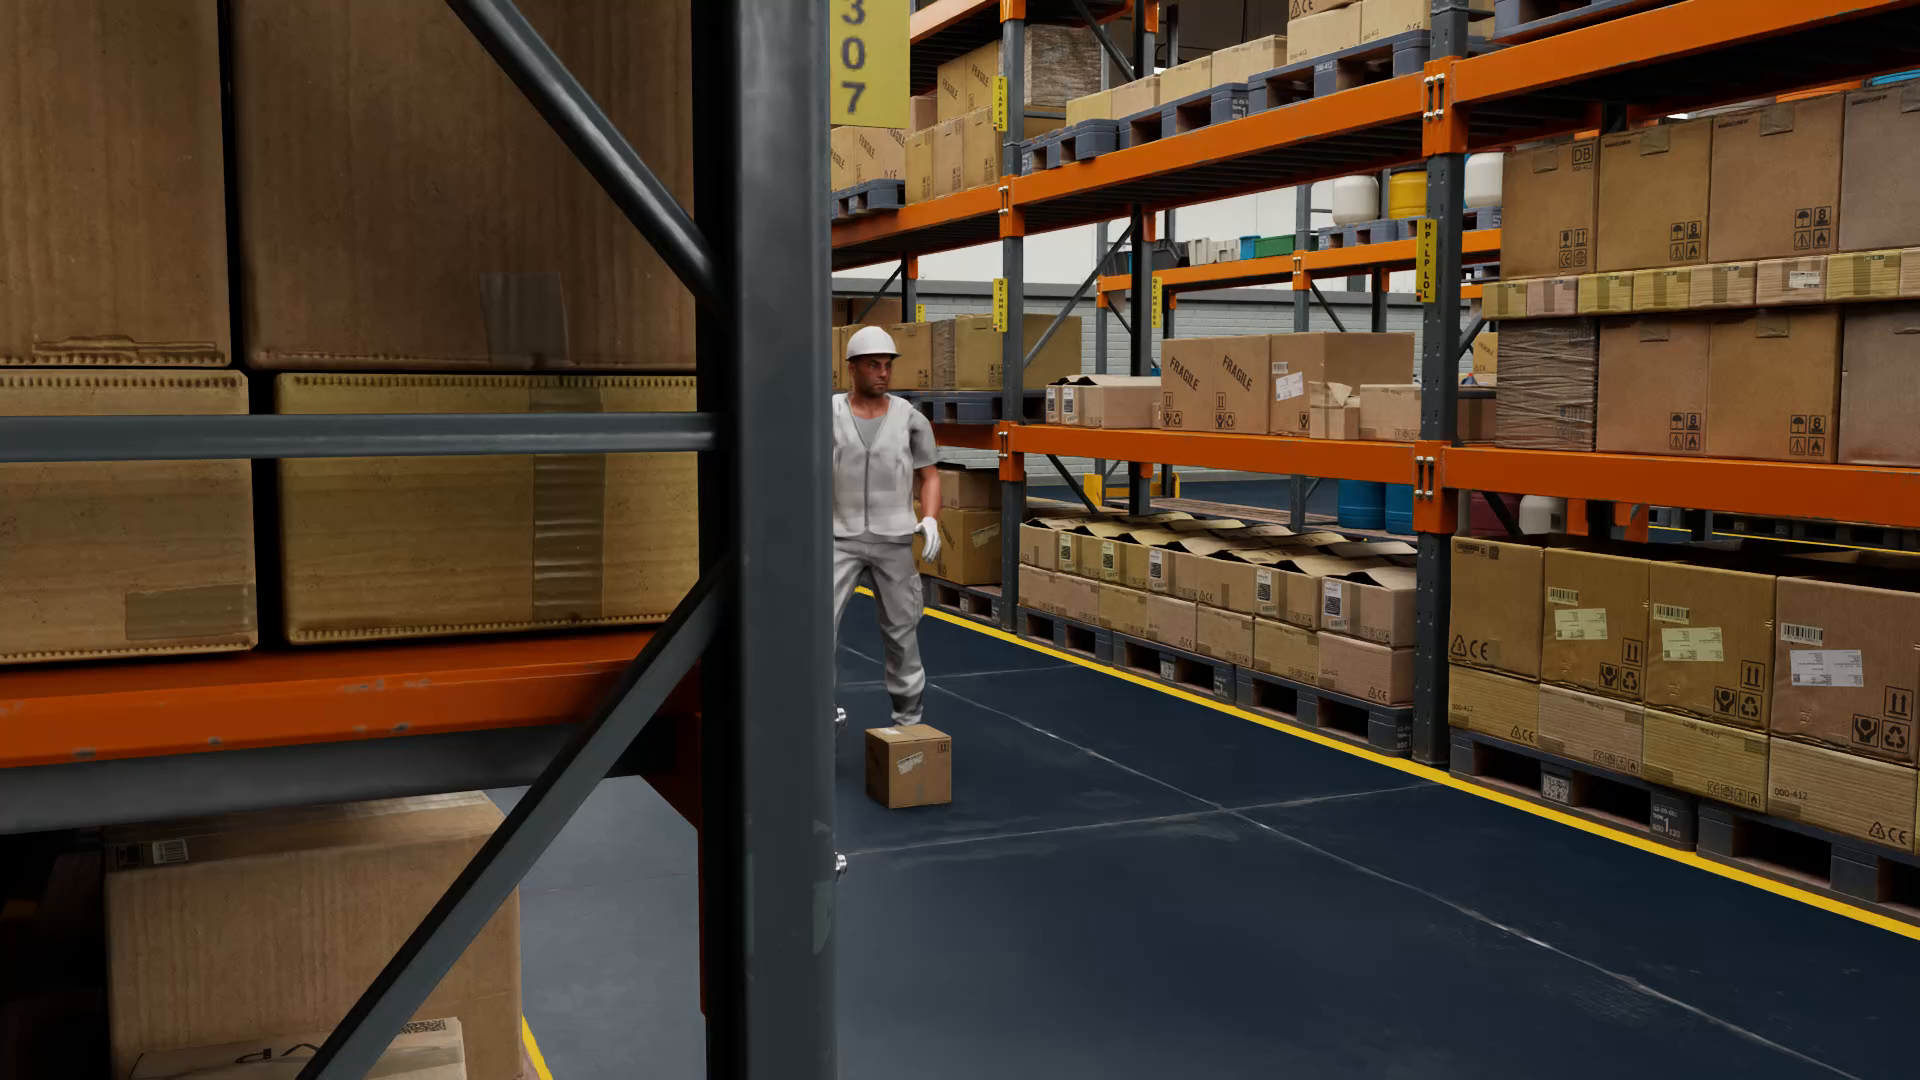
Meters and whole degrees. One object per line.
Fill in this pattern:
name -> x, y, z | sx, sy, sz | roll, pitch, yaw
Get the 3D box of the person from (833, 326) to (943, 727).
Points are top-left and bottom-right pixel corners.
person -> -0.435, 0.027, 6.670 | 0.740, 1.767, 0.719 | 0, 5, -3
